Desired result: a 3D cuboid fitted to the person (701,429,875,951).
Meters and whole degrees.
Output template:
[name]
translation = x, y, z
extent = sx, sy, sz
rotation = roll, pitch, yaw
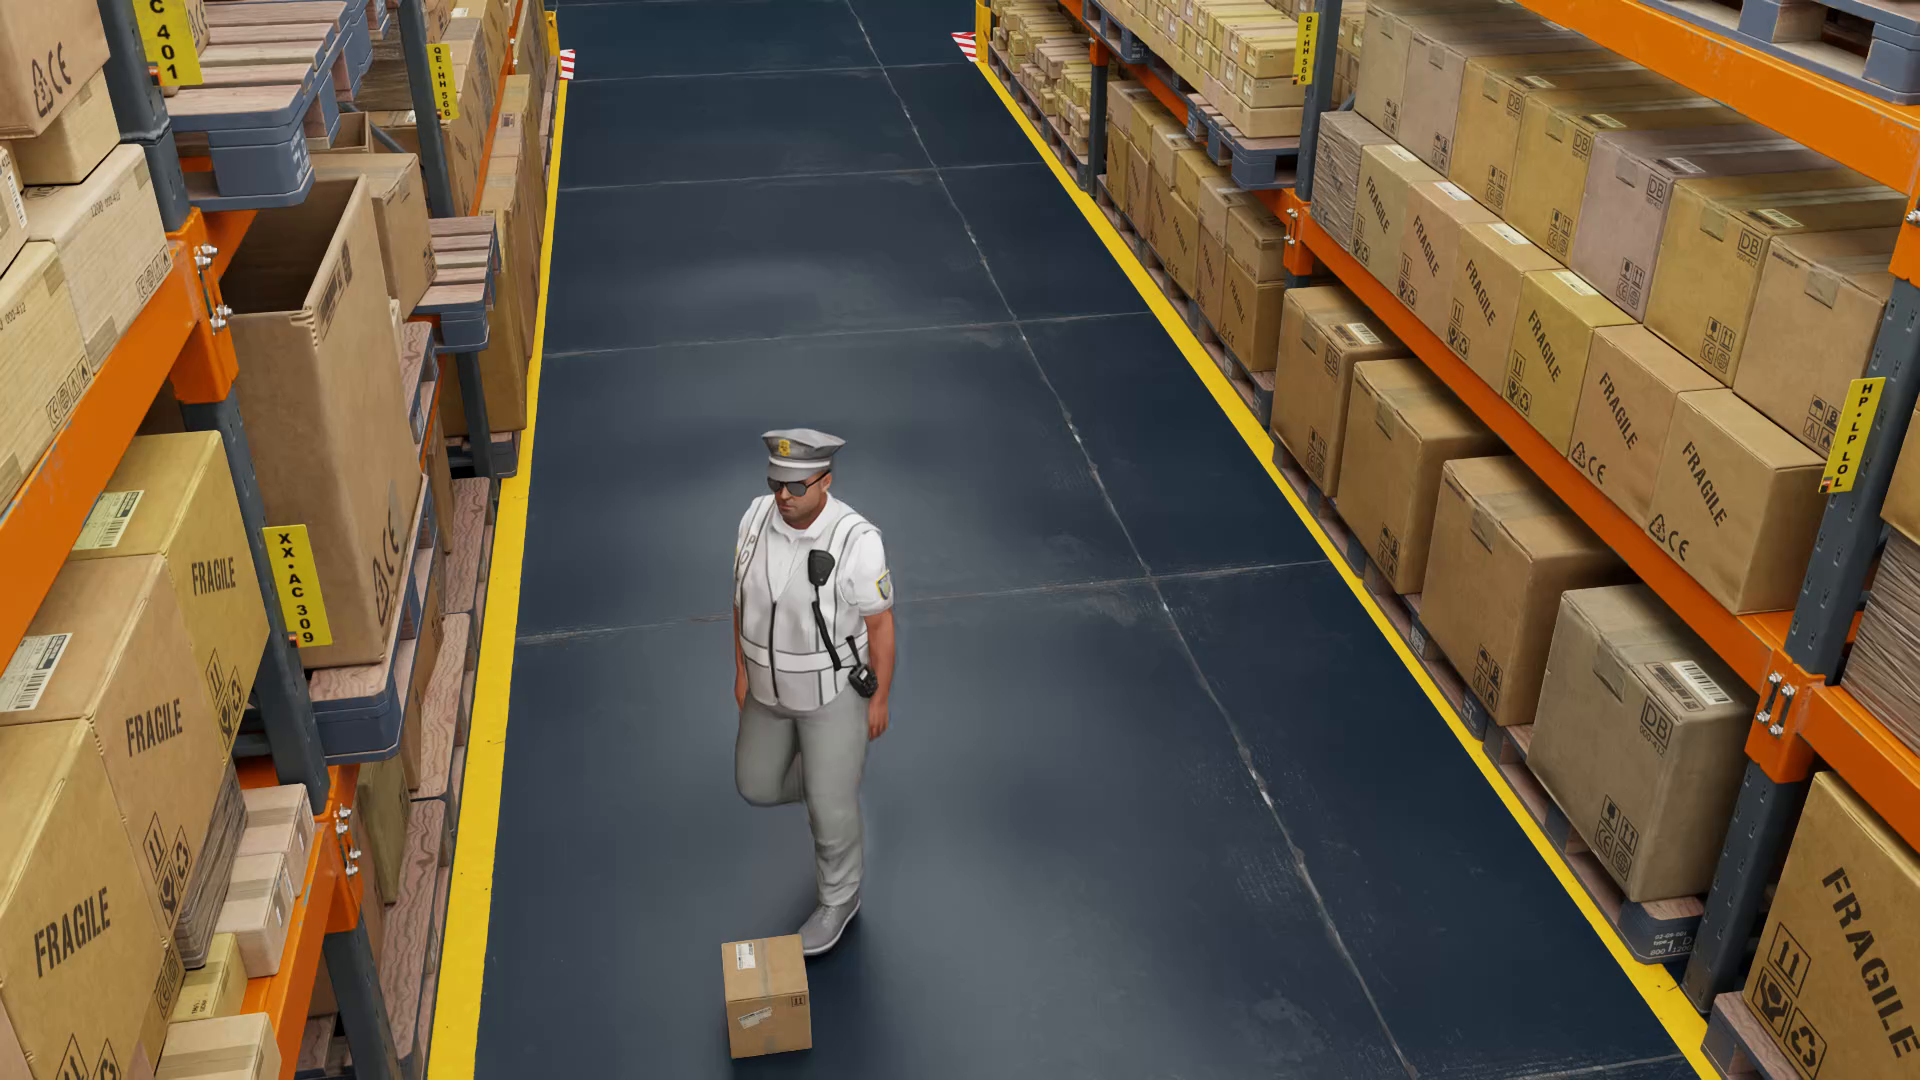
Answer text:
[person]
translation = -0.556, 0.484, 5.262
extent = 0.569, 1.765, 0.488
rotation = 14, 33, 22
